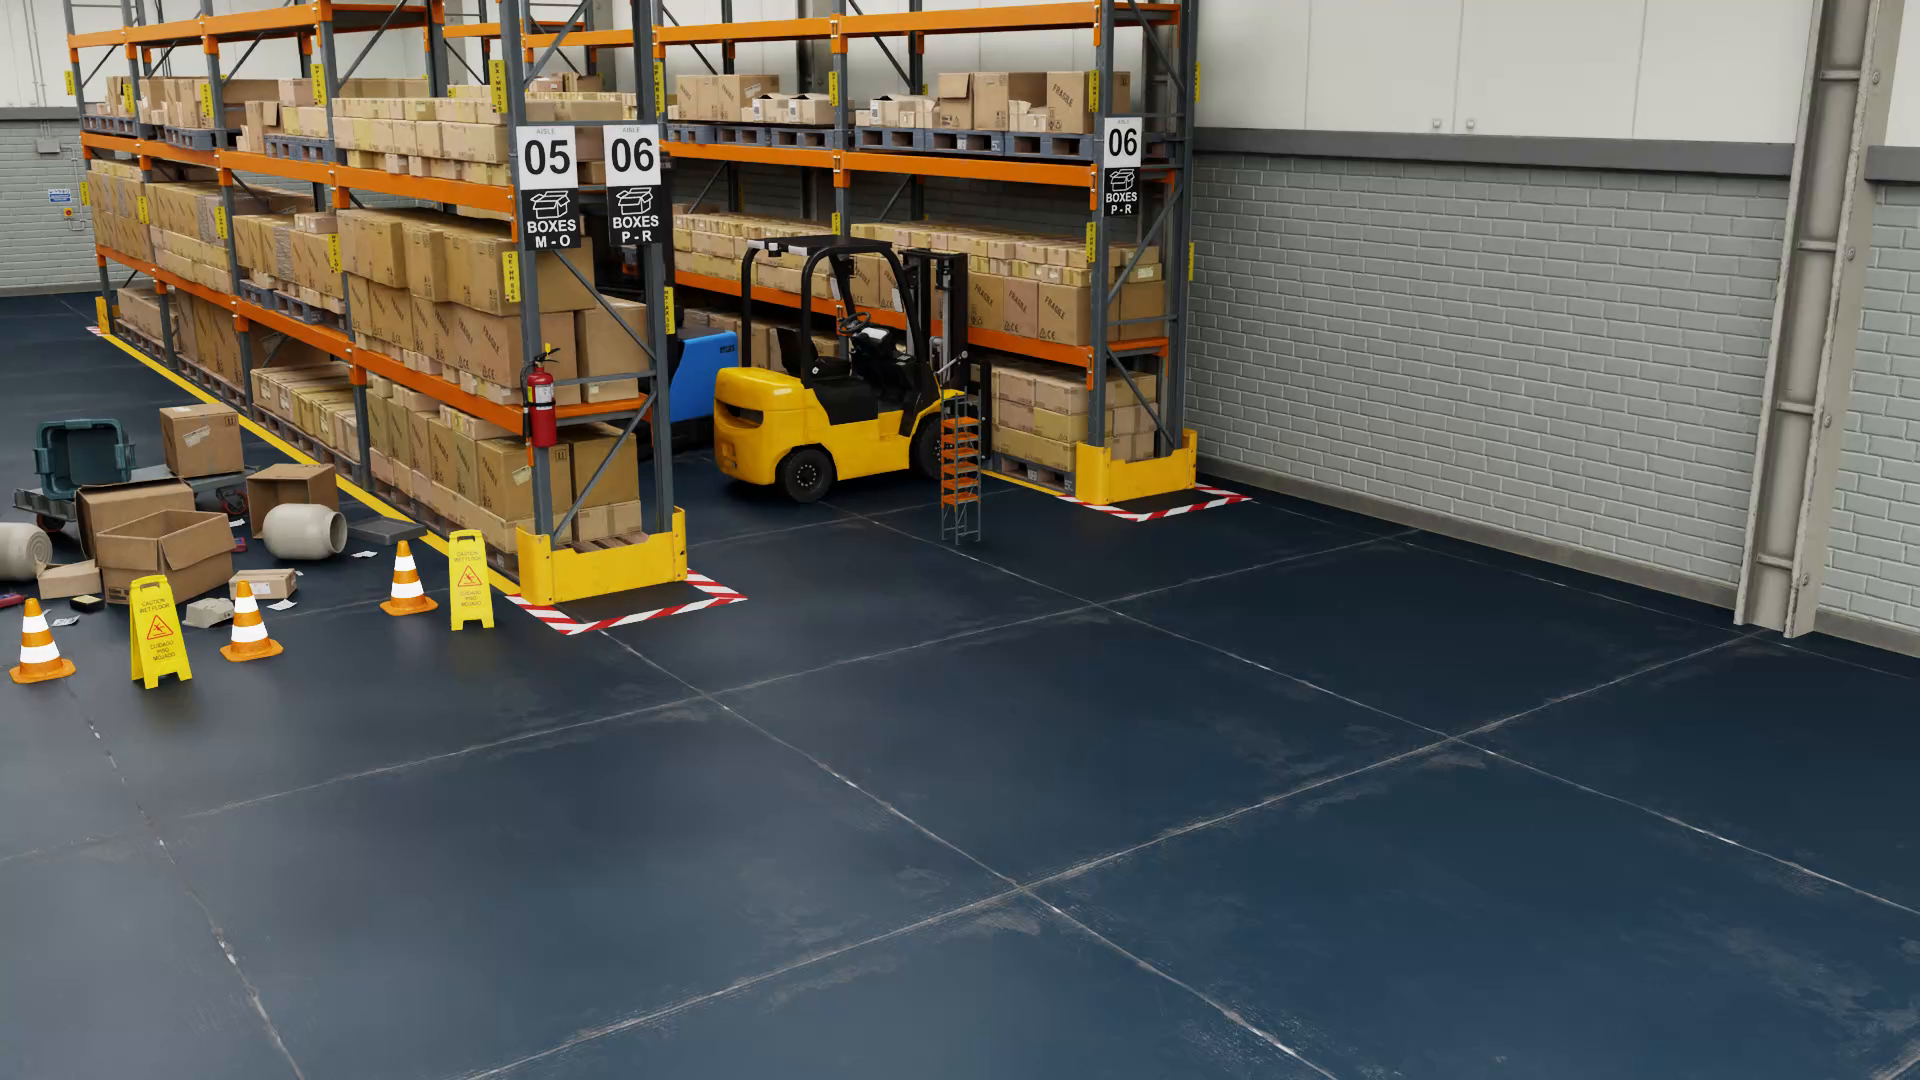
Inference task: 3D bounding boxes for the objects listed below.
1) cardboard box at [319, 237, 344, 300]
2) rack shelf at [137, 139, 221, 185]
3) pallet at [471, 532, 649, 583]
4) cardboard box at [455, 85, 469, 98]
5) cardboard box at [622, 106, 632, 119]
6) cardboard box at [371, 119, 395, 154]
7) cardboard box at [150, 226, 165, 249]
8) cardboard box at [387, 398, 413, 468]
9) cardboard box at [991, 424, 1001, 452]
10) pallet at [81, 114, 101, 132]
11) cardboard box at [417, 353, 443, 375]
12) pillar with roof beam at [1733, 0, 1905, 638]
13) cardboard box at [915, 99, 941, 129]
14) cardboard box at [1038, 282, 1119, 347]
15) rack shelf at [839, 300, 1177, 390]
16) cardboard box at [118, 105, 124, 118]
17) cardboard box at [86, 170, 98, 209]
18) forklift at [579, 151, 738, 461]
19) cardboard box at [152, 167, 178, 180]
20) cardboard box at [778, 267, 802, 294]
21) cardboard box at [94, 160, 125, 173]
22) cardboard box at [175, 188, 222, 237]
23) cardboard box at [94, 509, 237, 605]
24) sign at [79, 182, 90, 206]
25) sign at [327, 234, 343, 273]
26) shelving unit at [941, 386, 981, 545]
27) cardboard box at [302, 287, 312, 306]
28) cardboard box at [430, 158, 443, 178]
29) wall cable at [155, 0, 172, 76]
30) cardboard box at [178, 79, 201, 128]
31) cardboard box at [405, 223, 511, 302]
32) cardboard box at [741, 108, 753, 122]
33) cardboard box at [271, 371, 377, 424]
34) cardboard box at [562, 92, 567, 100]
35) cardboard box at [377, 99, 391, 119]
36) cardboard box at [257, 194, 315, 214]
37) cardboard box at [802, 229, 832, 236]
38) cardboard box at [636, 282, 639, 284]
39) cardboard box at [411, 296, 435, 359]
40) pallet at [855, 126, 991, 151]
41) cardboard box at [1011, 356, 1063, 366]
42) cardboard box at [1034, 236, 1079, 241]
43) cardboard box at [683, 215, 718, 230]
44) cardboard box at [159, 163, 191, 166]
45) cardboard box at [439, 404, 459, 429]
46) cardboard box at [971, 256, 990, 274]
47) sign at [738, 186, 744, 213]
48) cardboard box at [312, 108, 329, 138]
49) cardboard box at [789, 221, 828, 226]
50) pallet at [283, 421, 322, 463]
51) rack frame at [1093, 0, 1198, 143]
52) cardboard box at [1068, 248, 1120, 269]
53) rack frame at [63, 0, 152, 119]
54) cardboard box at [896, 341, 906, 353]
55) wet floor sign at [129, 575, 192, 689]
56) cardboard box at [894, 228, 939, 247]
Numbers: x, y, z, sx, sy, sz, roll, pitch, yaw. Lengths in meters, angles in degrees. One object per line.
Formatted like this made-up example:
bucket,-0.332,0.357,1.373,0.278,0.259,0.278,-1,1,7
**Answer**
cardboard box,-5.290,-2.409,14.646,0.500,0.500,0.500,-11,19,-36
rack shelf,-8.361,-4.332,18.904,1.077,0.370,4.000,-11,19,-35
pallet,-2.975,0.052,12.485,1.003,0.211,1.213,-11,19,-35
cardboard box,-7.228,-6.694,24.942,0.500,0.250,0.500,-11,19,-35
cardboard box,-4.027,-5.347,20.776,0.380,0.149,0.250,-11,19,-35
cardboard box,-4.201,-3.115,12.815,0.500,0.250,0.500,-11,19,-34
cardboard box,-9.506,-3.691,20.216,0.500,0.250,0.500,-12,19,-36
cardboard box,-4.380,-0.909,13.708,0.500,0.500,0.500,-10,18,-32
cardboard box,0.428,-1.012,15.505,0.500,0.250,0.500,-11,19,-34
pallet,-11.444,-5.761,22.929,1.003,0.211,1.213,-11,19,-35
cardboard box,-3.992,-1.389,12.946,0.380,0.149,0.250,-11,19,-35
pillar with roof beam,1.897,-3.101,7.361,9.100,9.000,0.400,-11,19,-35
cardboard box,-0.193,-3.991,15.565,0.396,0.266,0.258,-11,19,-36
cardboard box,1.030,-1.981,14.443,0.500,0.500,0.500,-11,19,-36
rack shelf,0.356,-1.949,15.877,1.077,0.370,4.000,-11,19,-35
cardboard box,-10.326,-5.379,20.857,0.380,0.149,0.250,-10,18,-33
cardboard box,-11.837,-4.898,23.205,0.500,0.500,0.500,-11,19,-36
forklift,-3.466,-2.223,15.647,1.130,2.935,3.031,10,18,33
cardboard box,-10.042,-4.593,20.862,0.380,0.149,0.250,-10,18,-33
cardboard box,-1.628,-2.824,17.996,0.500,0.250,0.500,-11,19,-35
cardboard box,-11.632,-5.120,22.790,0.380,0.149,0.250,-10,18,-33
cardboard box,-8.587,-3.730,18.940,0.500,0.500,0.500,-11,19,-35
cardboard box,-5.562,0.125,11.668,0.637,0.503,0.797,4,16,13
sign,-12.341,-4.885,23.452,0.100,0.325,0.005,-11,19,-35
sign,-5.280,-2.423,14.054,0.100,0.325,0.005,-11,19,-35
shelving unit,0.009,-0.576,12.906,0.258,1.200,0.189,-11,19,-35
cardboard box,-5.833,-2.262,15.340,0.380,0.149,0.250,-11,19,-34
cardboard box,-3.647,-2.734,12.175,0.380,0.149,0.250,-11,19,-36
wall cable,-12.575,-9.137,29.342,2.988,3.039,0.133,-11,19,-35
cardboard box,-7.921,-4.685,17.845,0.700,0.500,0.500,-12,19,-37
cardboard box,-3.633,-2.049,12.232,0.700,0.500,0.500,-11,19,-35
cardboard box,-2.166,-4.651,18.198,0.380,0.149,0.250,-11,19,-35
cardboard box,-6.420,-1.462,16.919,0.950,0.372,0.625,-11,19,-36
cardboard box,-5.003,-5.816,21.889,0.380,0.149,0.250,-11,19,-34
cardboard box,-4.268,-3.330,12.843,0.380,0.149,0.250,-12,19,-36
cardboard box,-7.277,-3.479,18.023,0.500,0.500,0.500,-12,19,-36
cardboard box,-1.468,-3.235,17.796,0.380,0.149,0.250,-11,19,-35
cardboard box,-4.279,-3.437,22.663,0.380,0.149,0.250,-11,19,-34
cardboard box,-3.888,-1.688,12.810,0.500,0.500,0.500,-11,19,-34
pallet,-0.298,-3.949,16.307,1.003,0.211,1.213,-11,19,-35
cardboard box,0.820,-1.574,15.663,0.500,0.250,0.500,-11,19,-35
cardboard box,0.905,-2.701,15.280,0.380,0.149,0.250,-10,18,-33
cardboard box,-3.065,-3.767,19.741,0.380,0.149,0.250,-10,18,-33
cardboard box,-10.304,-4.876,21.896,0.380,0.149,0.250,-11,19,-35
cardboard box,-3.732,-0.958,12.656,0.380,0.149,0.250,-10,18,-32
cardboard box,0.327,-2.530,15.221,0.380,0.149,0.250,-11,19,-34
sign,-2.725,-4.222,20.627,0.100,0.325,0.005,-11,19,-35
cardboard box,-5.293,-3.631,14.466,0.500,0.250,0.500,-11,19,-36
cardboard box,-1.712,-3.525,18.855,0.380,0.149,0.250,-11,19,-34
pallet,-6.013,-1.033,16.451,1.003,0.211,1.213,-11,19,-35
rack frame,1.532,-4.762,13.429,1.000,3.000,0.127,-11,19,-35
cardboard box,1.151,-2.417,14.243,0.380,0.149,0.250,-11,19,-34
rack frame,-11.888,-7.407,23.094,1.000,3.000,0.127,-11,19,-35
cardboard box,-0.497,-1.819,16.557,0.500,0.250,0.500,-11,19,-34
wet floor sign,-4.807,0.527,9.928,0.232,0.644,0.267,14,21,42
cardboard box,-0.420,-2.947,16.181,0.380,0.149,0.250,-10,18,-33
